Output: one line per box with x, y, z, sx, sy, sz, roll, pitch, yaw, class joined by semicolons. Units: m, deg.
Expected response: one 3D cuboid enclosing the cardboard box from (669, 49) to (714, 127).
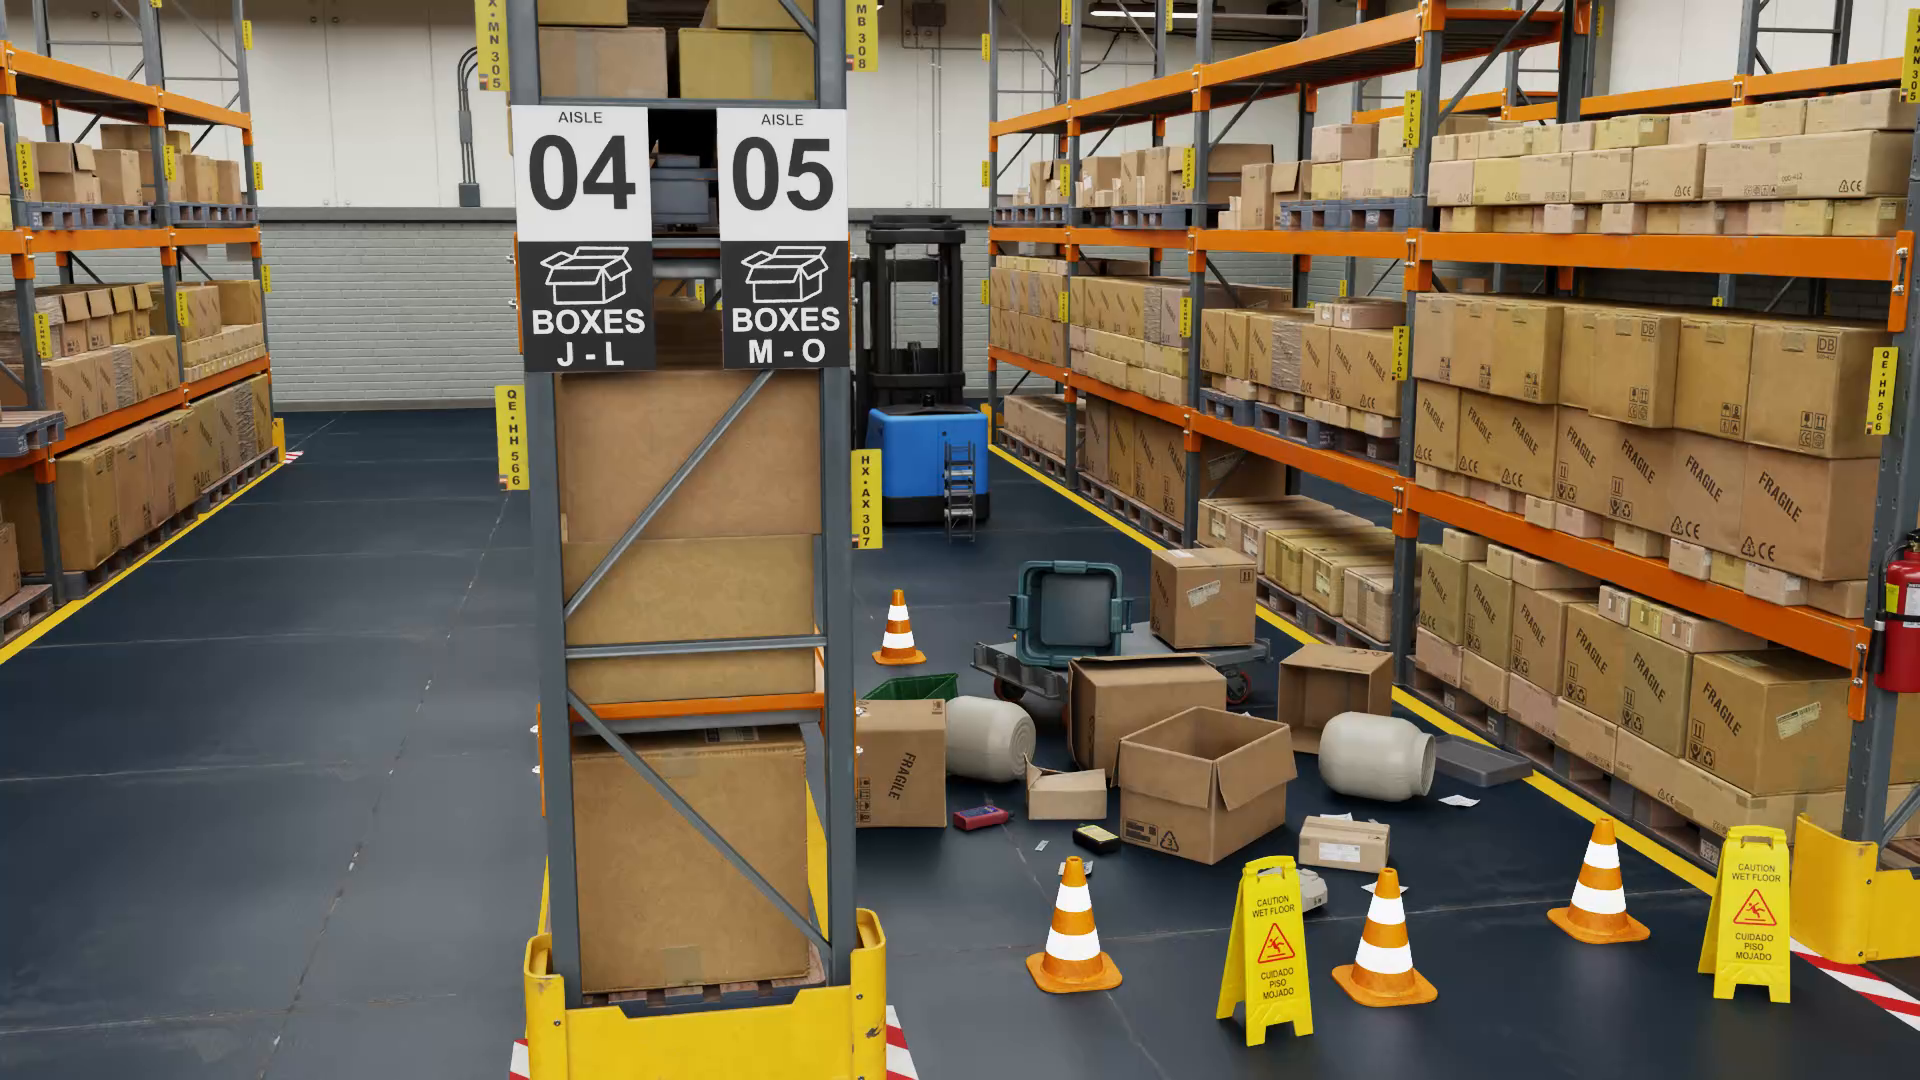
-0.791;-1.641;6.044;0.500;0.250;0.500;-2;11;-12;cardboard box

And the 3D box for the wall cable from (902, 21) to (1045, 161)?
0.230;-6.789;26.852;2.355;3.000;0.029;-2;11;-11;wall cable

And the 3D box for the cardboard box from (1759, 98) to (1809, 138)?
3.551;-1.736;6.863;0.380;0.149;0.250;-2;11;-12;cardboard box

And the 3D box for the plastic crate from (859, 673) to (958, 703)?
-0.308;0.955;9.579;0.450;0.188;0.662;-7;8;20;plastic crate

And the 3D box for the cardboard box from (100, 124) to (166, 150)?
-8.245;-4.007;16.596;0.500;0.250;0.500;-3;11;-15;cardboard box

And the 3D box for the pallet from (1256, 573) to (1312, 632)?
2.815;0.422;12.470;1.003;0.211;1.213;-2;11;-11;pallet

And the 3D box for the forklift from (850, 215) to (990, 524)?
-0.571;-1.827;17.011;1.130;2.935;3.031;-3;11;-14;forklift

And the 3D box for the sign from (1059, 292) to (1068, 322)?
1.109;-2.492;17.794;0.100;0.325;0.005;-2;11;-11;sign

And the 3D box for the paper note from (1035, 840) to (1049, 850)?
0.382;1.423;7.747;0.032;0.001;0.123;4;11;18;paper note

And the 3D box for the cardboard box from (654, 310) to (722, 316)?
-1.589;-0.918;8.761;0.875;0.550;0.550;-2;11;-11;cardboard box

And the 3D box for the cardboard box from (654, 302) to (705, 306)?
-2.126;-1.387;11.574;0.700;0.500;0.500;-2;11;-12;cardboard box

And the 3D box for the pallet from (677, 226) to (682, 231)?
-2.228;-2.381;12.220;1.213;0.211;1.003;-2;11;-8;pallet

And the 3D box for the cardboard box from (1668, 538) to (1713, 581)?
3.437;0.079;7.486;0.380;0.149;0.250;-2;11;-10;cardboard box

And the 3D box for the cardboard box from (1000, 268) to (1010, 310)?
0.796;-3.130;20.728;0.500;0.500;0.500;-2;11;-13;cardboard box

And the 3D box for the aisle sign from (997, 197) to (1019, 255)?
0.576;-4.062;21.616;0.394;0.787;0.004;-2;11;-11;aisle sign

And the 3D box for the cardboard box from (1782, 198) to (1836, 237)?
3.562;-1.297;6.694;0.380;0.149;0.250;-2;11;-11;cardboard box

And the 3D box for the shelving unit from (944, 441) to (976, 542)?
-0.002;-0.444;15.174;0.258;0.900;0.210;-2;11;-11;shelving unit

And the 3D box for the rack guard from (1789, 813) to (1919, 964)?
3.972;1.366;6.734;1.175;0.500;0.348;-2;11;-11;rack guard

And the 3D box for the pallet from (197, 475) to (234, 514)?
-8.139;-0.461;17.105;1.003;0.211;1.213;-2;11;-11;pallet

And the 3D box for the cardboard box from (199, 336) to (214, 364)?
-7.994;-1.948;17.066;0.500;0.250;0.500;-2;11;-11;cardboard box

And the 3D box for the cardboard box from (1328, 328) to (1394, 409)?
2.796;-1.150;11.084;0.500;0.500;0.500;-2;11;-11;cardboard box

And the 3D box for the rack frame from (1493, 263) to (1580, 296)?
6.521;-2.230;18.942;1.000;3.000;0.127;-2;11;-11;rack frame

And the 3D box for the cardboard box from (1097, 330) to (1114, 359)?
1.663;-1.941;16.491;0.500;0.250;0.500;-2;11;-10;cardboard box

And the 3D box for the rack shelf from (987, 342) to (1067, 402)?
1.264;-2.062;19.985;1.077;0.370;4.000;-2;11;-11;rack shelf

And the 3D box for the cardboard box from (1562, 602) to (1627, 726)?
3.379;0.603;8.287;0.500;0.500;0.500;-2;11;-12;cardboard box

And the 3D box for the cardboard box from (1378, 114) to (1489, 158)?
2.971;-2.535;10.463;0.500;0.250;0.500;-2;11;-10;cardboard box

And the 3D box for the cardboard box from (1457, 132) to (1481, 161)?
3.029;-2.207;9.339;0.380;0.149;0.250;-2;11;-9;cardboard box

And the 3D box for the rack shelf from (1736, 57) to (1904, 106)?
7.688;-3.526;12.704;1.077;0.370;4.000;-2;11;-11;rack shelf

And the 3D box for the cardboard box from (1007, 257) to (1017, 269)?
0.800;-3.421;20.525;0.380;0.149;0.250;-2;11;-13;cardboard box

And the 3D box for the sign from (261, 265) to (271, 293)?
-8.311;-3.124;19.911;0.100;0.325;0.005;-2;11;-11;sign

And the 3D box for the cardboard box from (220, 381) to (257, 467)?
-8.466;-1.303;18.632;0.875;0.875;0.875;-2;11;-11;cardboard box

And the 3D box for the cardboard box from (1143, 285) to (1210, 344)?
1.966;-2.034;14.974;0.500;0.500;0.500;-2;11;-10;cardboard box

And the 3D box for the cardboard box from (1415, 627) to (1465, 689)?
3.059;0.681;9.879;0.500;0.250;0.500;-3;11;-14;cardboard box

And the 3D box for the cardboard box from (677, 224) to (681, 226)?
-2.255;-2.753;13.404;0.500;0.500;0.500;-2;11;-11;cardboard box

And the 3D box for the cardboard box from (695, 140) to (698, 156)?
-0.945;-1.653;7.172;0.380;0.149;0.250;-2;11;-11;cardboard box

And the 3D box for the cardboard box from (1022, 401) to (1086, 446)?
1.287;-1.445;20.548;0.875;0.438;0.875;-2;11;-9;cardboard box

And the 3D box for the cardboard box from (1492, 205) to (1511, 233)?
3.181;-1.774;9.196;0.380;0.149;0.250;-2;11;-11;cardboard box

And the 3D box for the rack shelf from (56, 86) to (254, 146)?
-8.457;-4.452;17.568;1.077;0.370;4.000;-2;11;-11;rack shelf

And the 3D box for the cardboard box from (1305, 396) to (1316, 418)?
2.653;-0.936;11.695;0.380;0.149;0.250;-2;11;-11;cardboard box

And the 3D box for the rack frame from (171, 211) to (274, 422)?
-8.846;-2.422;19.951;1.000;3.000;0.127;-2;11;-11;rack frame

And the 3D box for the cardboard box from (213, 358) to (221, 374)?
-8.005;-1.823;17.475;0.380;0.149;0.250;-2;11;-12;cardboard box

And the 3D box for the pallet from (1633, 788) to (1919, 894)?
3.848;1.358;7.551;1.003;0.211;1.213;-2;11;-11;pallet

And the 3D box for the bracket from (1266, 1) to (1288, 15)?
5.213;-8.704;27.285;0.235;0.232;0.430;-2;11;-11;bracket

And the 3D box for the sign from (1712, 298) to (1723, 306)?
6.768;-2.004;14.874;0.100;0.325;0.005;-2;11;-11;sign

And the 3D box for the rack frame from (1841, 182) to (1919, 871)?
3.987;0.152;6.427;1.000;3.000;0.127;-2;11;-11;rack frame

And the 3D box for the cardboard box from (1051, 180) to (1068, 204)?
1.215;-3.817;18.228;0.396;0.266;0.258;-2;11;-9;cardboard box

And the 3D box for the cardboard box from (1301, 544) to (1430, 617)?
2.961;0.276;11.685;0.950;0.372;0.625;-1;11;-7;cardboard box

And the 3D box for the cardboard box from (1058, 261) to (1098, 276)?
1.281;-2.952;18.063;0.380;0.149;0.250;-2;11;-12;cardboard box

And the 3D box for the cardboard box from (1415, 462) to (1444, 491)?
2.955;-0.388;9.940;0.380;0.149;0.250;-2;11;-11;cardboard box

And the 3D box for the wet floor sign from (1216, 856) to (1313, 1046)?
1.099;1.441;5.954;0.267;0.644;0.232;-4;12;-21;wet floor sign

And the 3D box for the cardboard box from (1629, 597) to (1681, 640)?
3.392;0.361;7.820;0.380;0.149;0.250;-2;11;-10;cardboard box

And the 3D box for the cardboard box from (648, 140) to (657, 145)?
-1.609;-1.899;7.399;0.500;0.250;0.500;-2;11;-12;cardboard box

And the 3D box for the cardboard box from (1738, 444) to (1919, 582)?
3.611;-0.132;6.860;0.500;0.500;0.500;-2;11;-12;cardboard box

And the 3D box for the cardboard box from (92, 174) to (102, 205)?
-7.943;-3.120;14.711;0.500;0.311;0.500;-3;11;-13;cardboard box

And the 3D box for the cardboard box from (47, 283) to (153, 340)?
-7.936;-2.113;15.380;0.797;0.503;0.637;-2;11;-12;cardboard box
